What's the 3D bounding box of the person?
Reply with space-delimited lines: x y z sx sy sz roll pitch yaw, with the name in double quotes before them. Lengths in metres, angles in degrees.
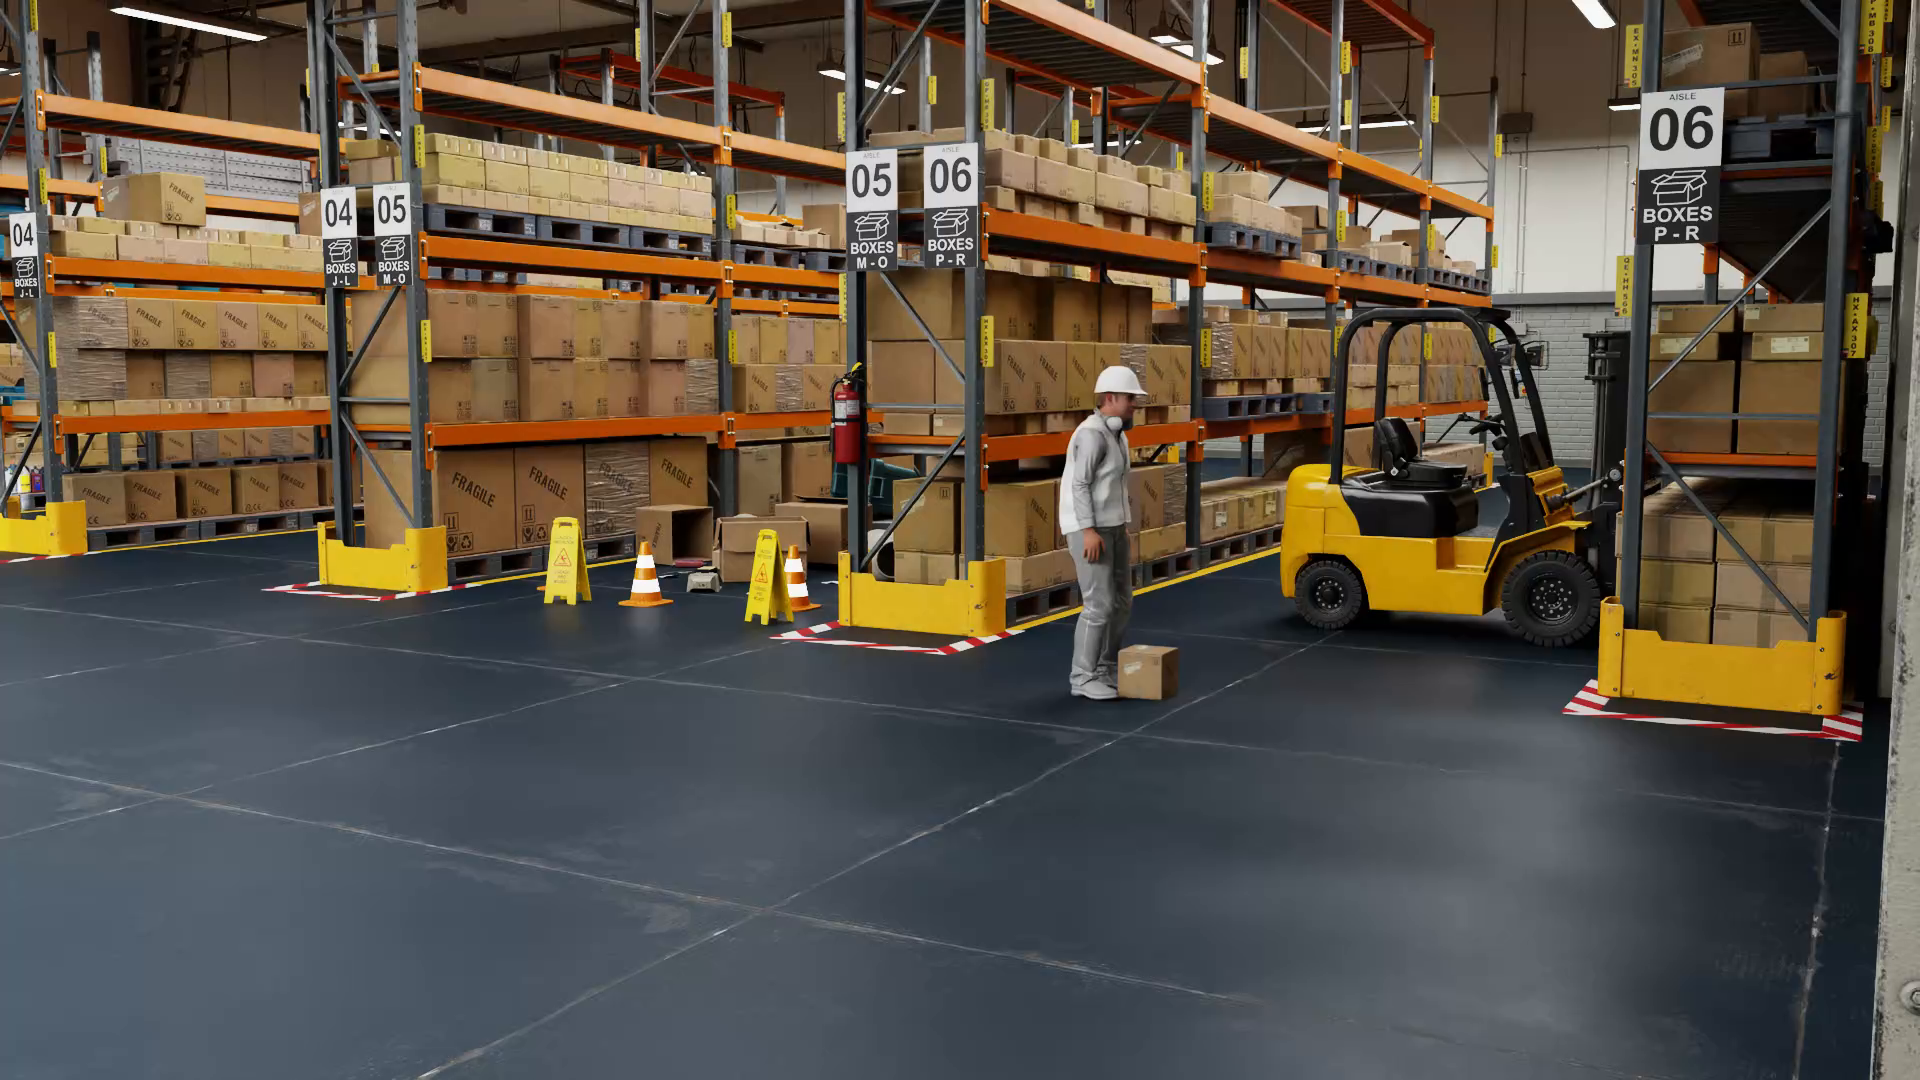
"person" 0.782 -0.054 9.025 0.466 1.769 0.579 3 7 26
